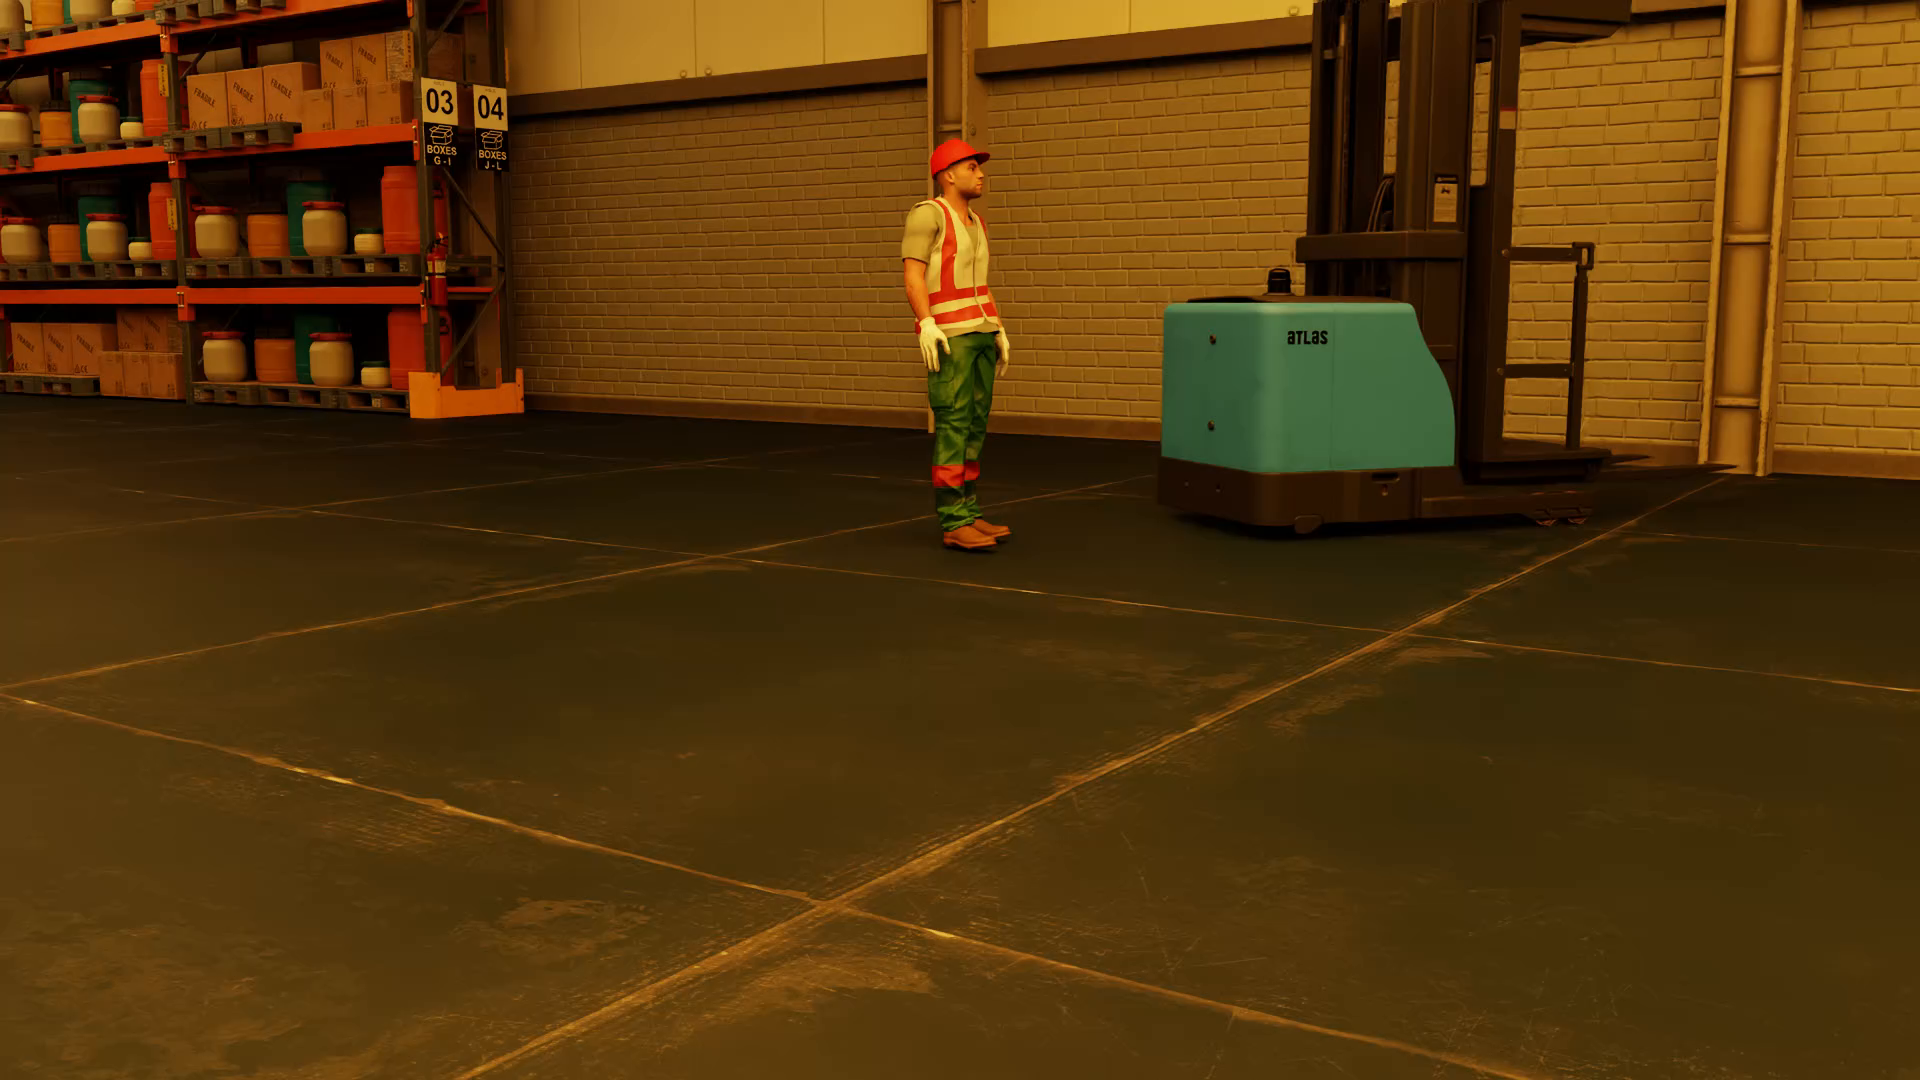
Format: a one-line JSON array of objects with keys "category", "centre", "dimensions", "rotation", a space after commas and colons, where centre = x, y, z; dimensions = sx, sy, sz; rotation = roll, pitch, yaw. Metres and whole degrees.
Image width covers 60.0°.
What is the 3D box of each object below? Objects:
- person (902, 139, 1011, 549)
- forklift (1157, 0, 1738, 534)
[{"category": "person", "centre": [0.059, -0.885, 7.422], "dimensions": [0.563, 1.788, 0.638], "rotation": [5, 10, 34]}, {"category": "forklift", "centre": [2.567, -1.584, 8.332], "dimensions": [3.031, 2.935, 1.130], "rotation": [-3, 9, -21]}]
